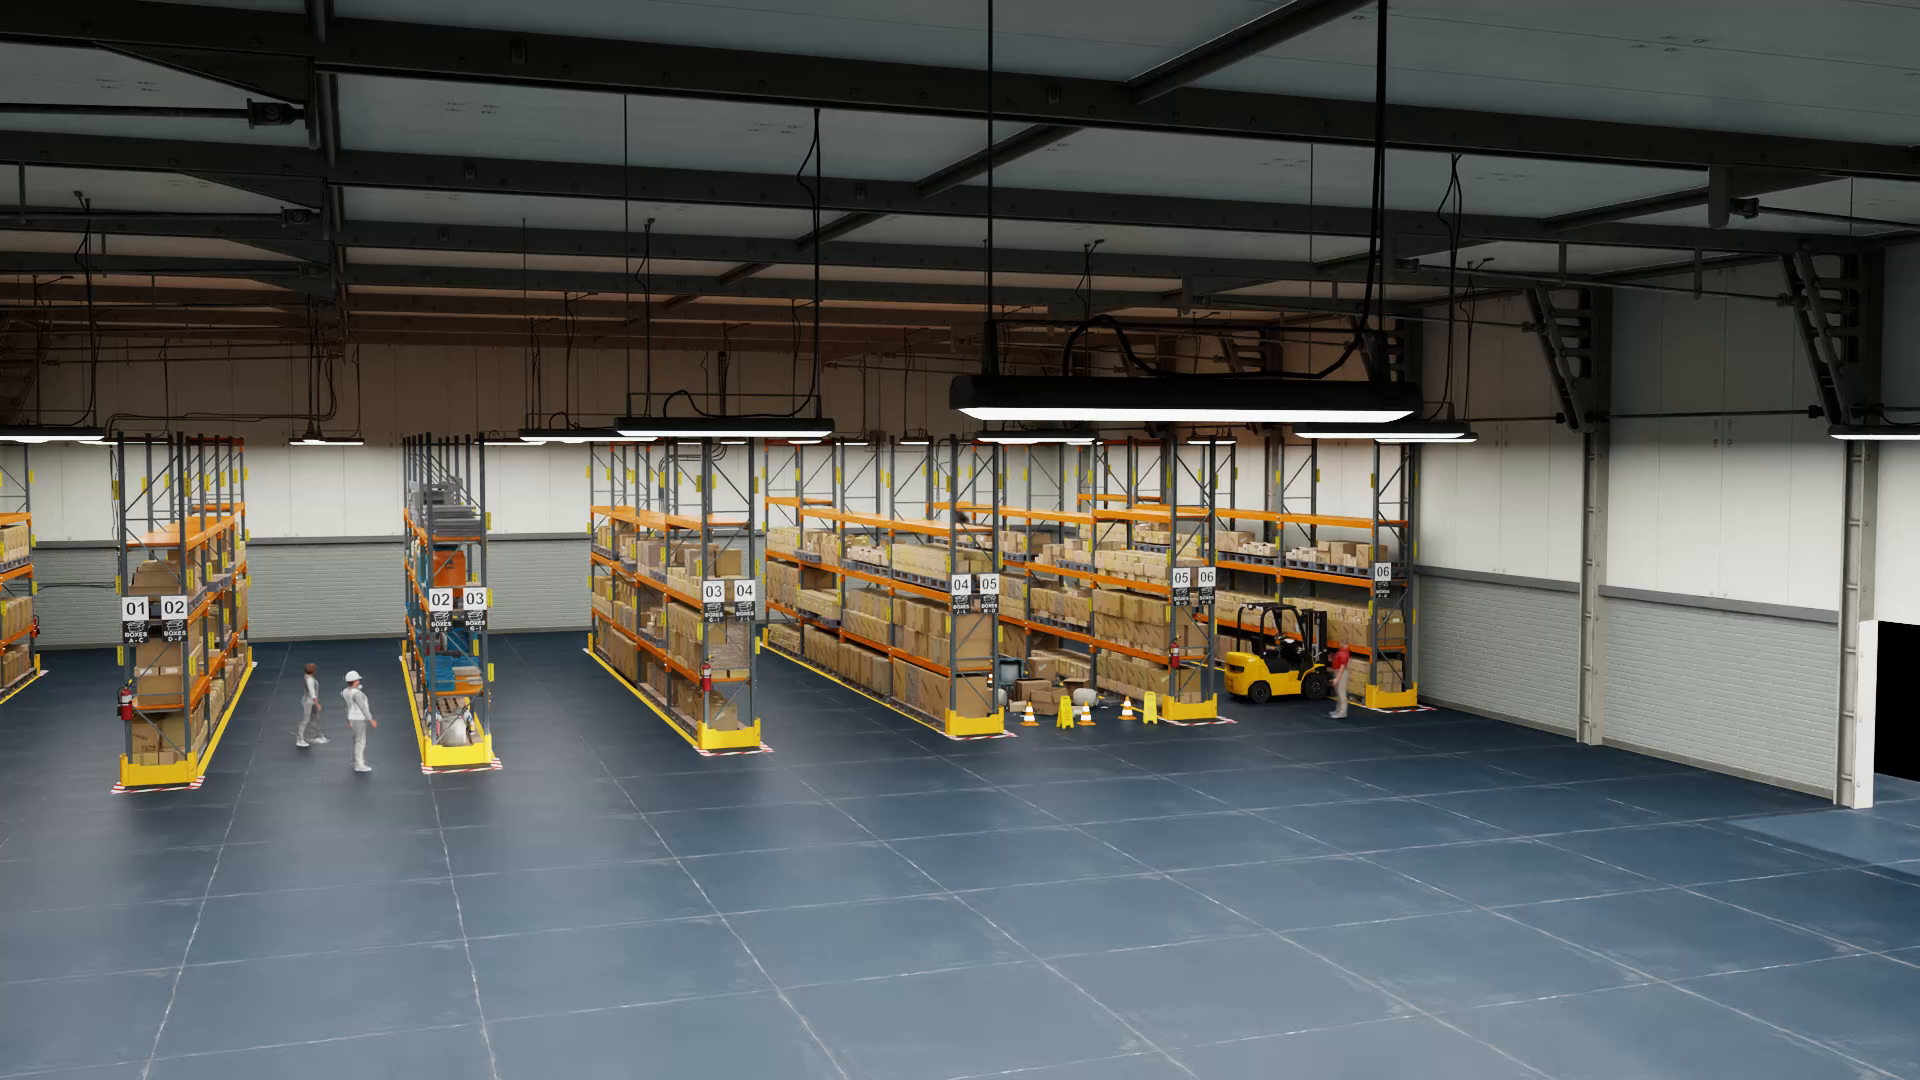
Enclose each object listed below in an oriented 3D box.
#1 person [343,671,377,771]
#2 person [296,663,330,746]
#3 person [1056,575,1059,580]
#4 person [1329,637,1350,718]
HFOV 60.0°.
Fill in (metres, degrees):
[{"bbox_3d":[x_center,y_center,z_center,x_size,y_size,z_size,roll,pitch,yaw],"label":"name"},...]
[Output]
[{"bbox_3d":[-10.643,3.217,29.504,0.561,1.807,0.607,-1,3,-20],"label":"person"},{"bbox_3d":[-12.487,3.151,32.037,0.578,1.599,0.556,-1,3,-14],"label":"person"},{"bbox_3d":[2.922,1.926,49.765,0.493,1.727,1.001,1,3,12],"label":"person"},{"bbox_3d":[8.042,2.902,35.314,0.409,1.721,0.655,0,3,-2],"label":"person"}]
